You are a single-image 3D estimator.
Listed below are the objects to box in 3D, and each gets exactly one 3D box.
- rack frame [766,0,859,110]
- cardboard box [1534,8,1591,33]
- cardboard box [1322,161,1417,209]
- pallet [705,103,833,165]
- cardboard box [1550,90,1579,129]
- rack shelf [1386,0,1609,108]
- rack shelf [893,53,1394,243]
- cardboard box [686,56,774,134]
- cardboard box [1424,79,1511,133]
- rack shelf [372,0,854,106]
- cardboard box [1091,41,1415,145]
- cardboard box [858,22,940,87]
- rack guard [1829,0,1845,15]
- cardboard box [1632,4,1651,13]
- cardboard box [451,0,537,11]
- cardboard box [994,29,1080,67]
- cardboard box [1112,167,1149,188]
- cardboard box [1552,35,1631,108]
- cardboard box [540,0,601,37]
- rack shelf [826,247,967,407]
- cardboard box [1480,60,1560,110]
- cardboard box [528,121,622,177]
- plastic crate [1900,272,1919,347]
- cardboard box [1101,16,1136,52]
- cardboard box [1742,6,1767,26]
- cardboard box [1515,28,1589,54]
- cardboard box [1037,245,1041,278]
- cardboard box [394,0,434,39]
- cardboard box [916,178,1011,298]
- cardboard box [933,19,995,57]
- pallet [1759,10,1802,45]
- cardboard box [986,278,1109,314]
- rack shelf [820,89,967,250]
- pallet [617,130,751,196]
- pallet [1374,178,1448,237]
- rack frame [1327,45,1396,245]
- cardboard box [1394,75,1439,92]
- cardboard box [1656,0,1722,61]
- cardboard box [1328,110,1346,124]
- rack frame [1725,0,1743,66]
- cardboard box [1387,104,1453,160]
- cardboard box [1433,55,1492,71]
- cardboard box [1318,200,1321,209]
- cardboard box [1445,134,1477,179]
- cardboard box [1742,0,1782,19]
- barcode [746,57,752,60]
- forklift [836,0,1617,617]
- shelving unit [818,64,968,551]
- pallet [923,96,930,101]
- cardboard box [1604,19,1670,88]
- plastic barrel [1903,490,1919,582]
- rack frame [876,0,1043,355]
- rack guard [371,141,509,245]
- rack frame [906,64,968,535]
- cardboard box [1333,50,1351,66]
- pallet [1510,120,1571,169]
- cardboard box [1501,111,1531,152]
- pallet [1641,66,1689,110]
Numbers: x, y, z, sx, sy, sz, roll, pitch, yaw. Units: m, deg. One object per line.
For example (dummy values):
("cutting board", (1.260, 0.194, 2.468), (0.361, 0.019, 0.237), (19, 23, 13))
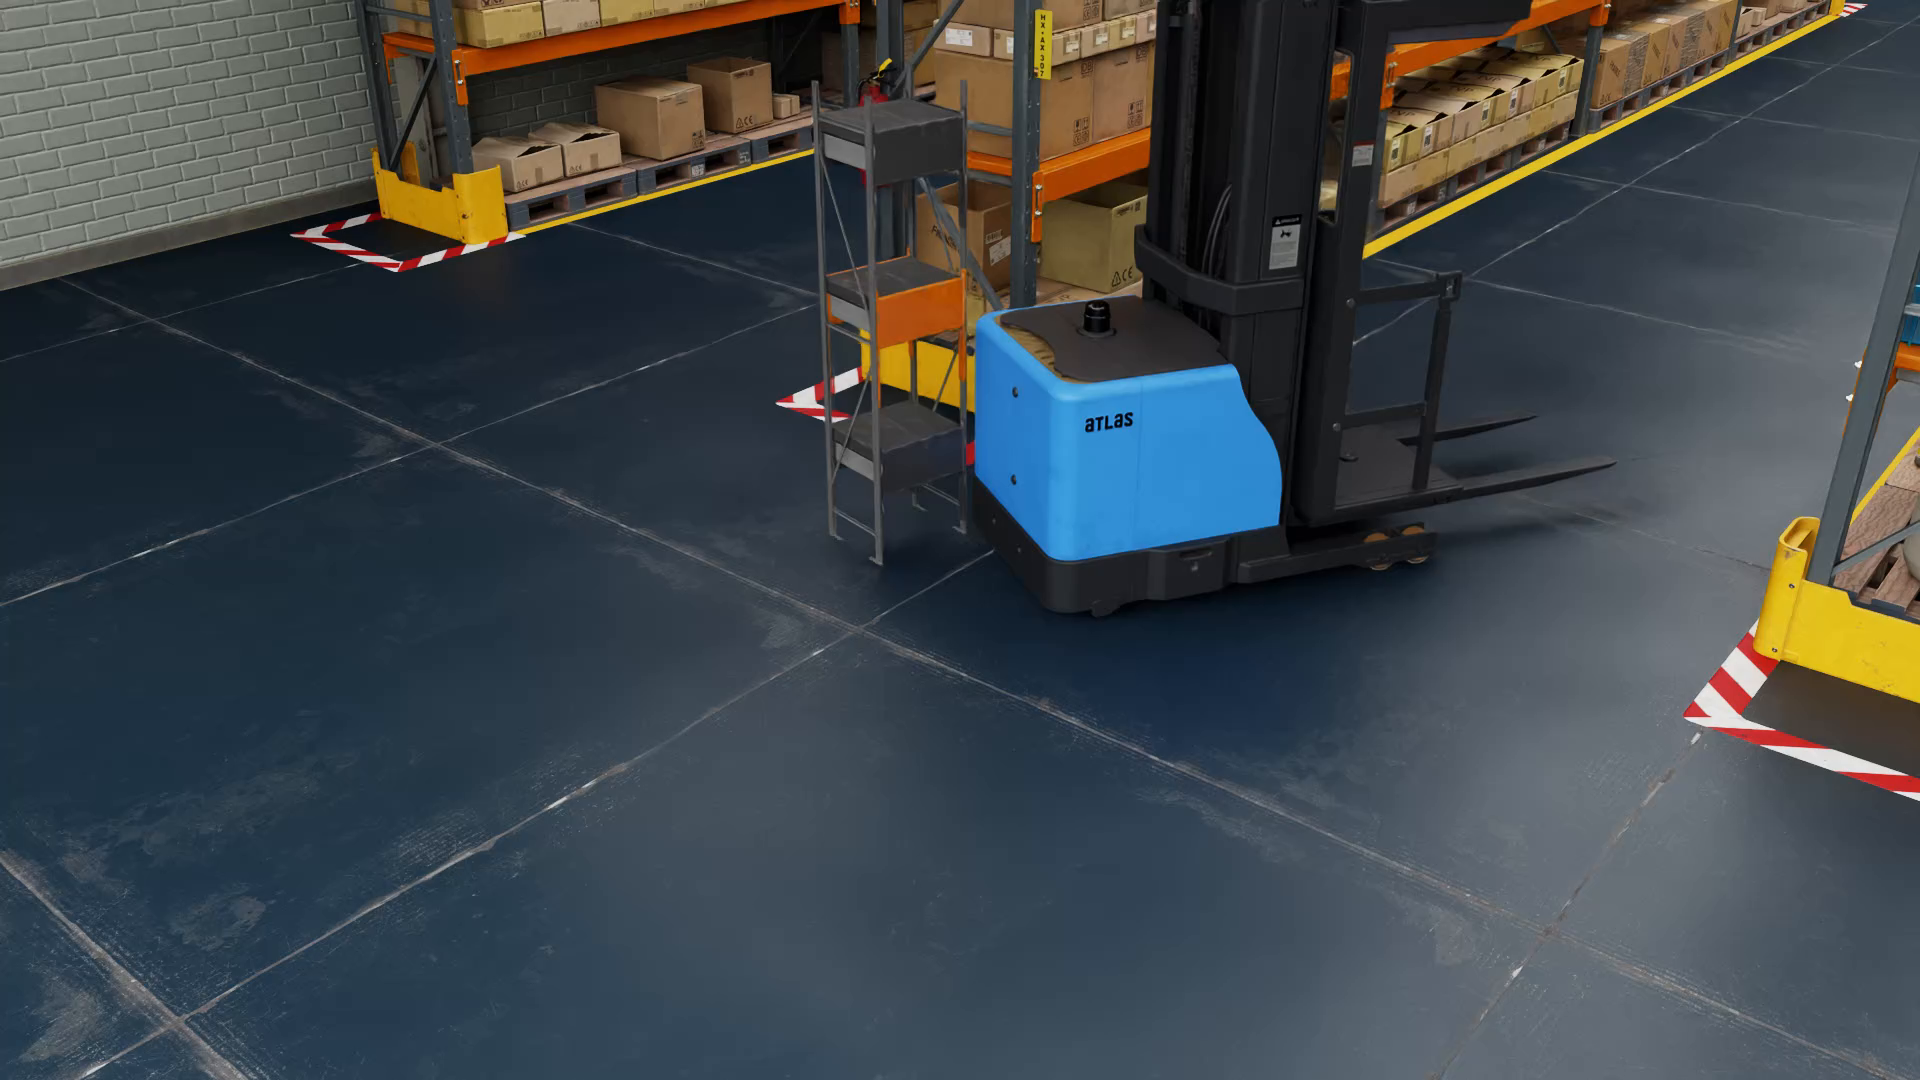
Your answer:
("rack frame", (-1.297, -5.039, 14.225), (1.000, 3.000, 0.127), (21, 34, 34))
("cardboard box", (5.518, -4.850, 15.286), (0.500, 0.250, 0.500), (22, 35, 36))
("cardboard box", (2.975, -2.628, 12.101), (0.500, 0.250, 0.500), (20, 33, 33))
("pallet", (-1.697, -3.552, 14.386), (1.003, 0.211, 1.213), (21, 34, 34))
("cardboard box", (4.925, -3.718, 14.208), (0.500, 0.250, 0.500), (22, 34, 36))
("rack shelf", (3.800, -3.982, 12.965), (1.077, 0.370, 4.000), (21, 34, 34))
("rack shelf", (1.255, -2.564, 10.224), (1.077, 0.370, 4.000), (21, 34, 34))
("cardboard box", (-1.927, -3.744, 13.965), (0.500, 0.500, 0.500), (18, 32, 31))
("cardboard box", (3.960, -3.426, 13.032), (0.500, 0.311, 0.500), (22, 34, 36))
("rack shelf", (-2.569, -4.010, 13.020), (1.077, 0.370, 4.000), (21, 34, 34))
("cardboard box", (1.952, -3.011, 11.112), (1.023, 1.340, 4.930), (22, 34, 36))
("cardboard box", (-0.552, -4.587, 15.595), (0.700, 0.500, 0.500), (20, 33, 33))
("rack guard", (10.112, -6.710, 20.176), (1.175, 0.500, 0.348), (21, 34, 34))
("cardboard box", (6.466, -5.046, 16.481), (0.500, 0.500, 0.500), (21, 34, 35))
("cardboard box", (-3.306, -3.977, 11.499), (0.500, 0.500, 0.500), (21, 34, 34))
("cardboard box", (0.399, -2.583, 8.663), (0.380, 0.149, 0.250), (20, 34, 34))
("cardboard box", (1.121, -1.956, 9.986), (0.500, 0.500, 0.500), (21, 34, 34))
("cardboard box", (5.582, -4.173, 14.794), (0.500, 0.500, 0.500), (22, 35, 36))
("cardboard box", (-2.967, -3.831, 12.033), (0.500, 0.250, 0.500), (20, 33, 33))
("rack shelf", (-0.290, -0.945, 7.321), (0.480, 0.518, 0.431), (-20, 34, -34))
("cardboard box", (4.603, -3.781, 13.719), (0.500, 0.311, 0.500), (20, 34, 34))
("cardboard box", (-2.969, -3.043, 12.815), (0.500, 0.311, 0.500), (24, 36, 38))
("plastic crate", (3.891, -0.924, 6.433), (0.499, 0.251, 0.616), (21, 34, 34))
("cardboard box", (0.725, -2.765, 9.016), (0.380, 0.149, 0.250), (21, 34, 35))
("cardboard box", (8.593, -5.761, 18.226), (0.380, 0.166, 0.250), (21, 34, 34))
("cardboard box", (5.486, -4.496, 15.417), (0.500, 0.500, 0.500), (22, 35, 36))
("cardboard box", (0.405, -1.596, 10.107), (0.500, 0.250, 0.500), (21, 34, 34))
("cardboard box", (-3.694, -3.785, 11.944), (0.500, 0.250, 0.500), (21, 34, 35))
("cardboard box", (0.095, -1.749, 9.586), (0.500, 0.500, 0.500), (21, 34, 34))
("cardboard box", (0.079, -2.698, 8.885), (0.380, 0.149, 0.250), (20, 33, 34))
("pallet", (8.829, -5.868, 18.863), (1.003, 0.211, 1.213), (21, 34, 34))
("cardboard box", (0.496, -1.264, 9.465), (0.500, 0.250, 0.500), (21, 34, 34))
("rack shelf", (-0.290, -1.567, 7.000), (0.480, 0.518, 0.431), (-20, 34, -34))
("pallet", (-2.473, -3.117, 13.546), (1.003, 0.211, 1.213), (21, 34, 34))
("pallet", (2.966, -2.626, 12.597), (1.003, 0.211, 1.213), (21, 34, 34))
("rack frame", (2.528, -3.592, 11.429), (1.000, 3.000, 0.127), (21, 34, 34))
("cardboard box", (3.532, -3.574, 13.318), (0.500, 0.311, 0.500), (20, 34, 34))
("cardboard box", (7.202, -5.082, 16.551), (0.500, 0.500, 0.500), (21, 34, 35))
("cardboard box", (2.564, -3.034, 12.275), (0.500, 0.311, 0.500), (21, 34, 34))
("rack frame", (7.616, -6.429, 16.912), (1.000, 3.000, 0.127), (21, 34, 34))
("cardboard box", (3.305, -3.056, 12.318), (0.500, 0.311, 0.500), (20, 34, 34))
("cardboard box", (4.184, -3.936, 14.019), (0.500, 0.311, 0.500), (20, 33, 33))
("cardboard box", (2.076, -2.155, 11.186), (0.500, 0.250, 0.500), (21, 34, 34))
("cardboard box", (3.629, -2.993, 12.807), (0.500, 0.250, 0.500), (20, 33, 33))
("cardboard box", (8.807, -6.183, 18.675), (0.797, 0.503, 0.637), (21, 34, 34))
("barcode", (-1.826, -4.145, 14.390), (0.001, 0.075, 0.075), (21, 34, 34))
("forklift", (1.314, -1.381, 7.230), (3.618, 2.935, 1.344), (-10, 29, -18))
("shelving unit", (-0.288, -0.958, 7.316), (0.499, 2.100, 0.431), (-20, 34, -34))
("pallet", (-0.027, -4.511, 16.240), (1.003, 0.211, 1.213), (21, 34, 34))
("cardboard box", (6.233, -4.537, 15.497), (0.500, 0.500, 0.500), (20, 34, 34))
("plastic barrel", (4.163, -0.062, 6.856), (0.421, 0.512, 0.421), (0, 27, 0))
("rack frame", (-0.017, -2.174, 8.688), (1.000, 3.000, 0.127), (21, 34, 34))
("rack guard", (-3.793, -2.537, 12.110), (1.175, 0.500, 0.348), (21, 34, 34))
("rack frame", (-0.100, -1.028, 7.451), (0.015, 2.100, 0.400), (-20, 34, -34))
("cardboard box", (2.250, -3.477, 11.099), (0.700, 0.500, 0.500), (20, 33, 33))
("pallet", (4.518, -3.491, 14.269), (1.003, 0.211, 1.213), (21, 34, 34))
("cardboard box", (4.278, -3.357, 13.509), (0.500, 0.250, 0.500), (22, 34, 36))
("pallet", (6.352, -4.456, 16.134), (1.003, 0.211, 1.213), (21, 34, 34))
